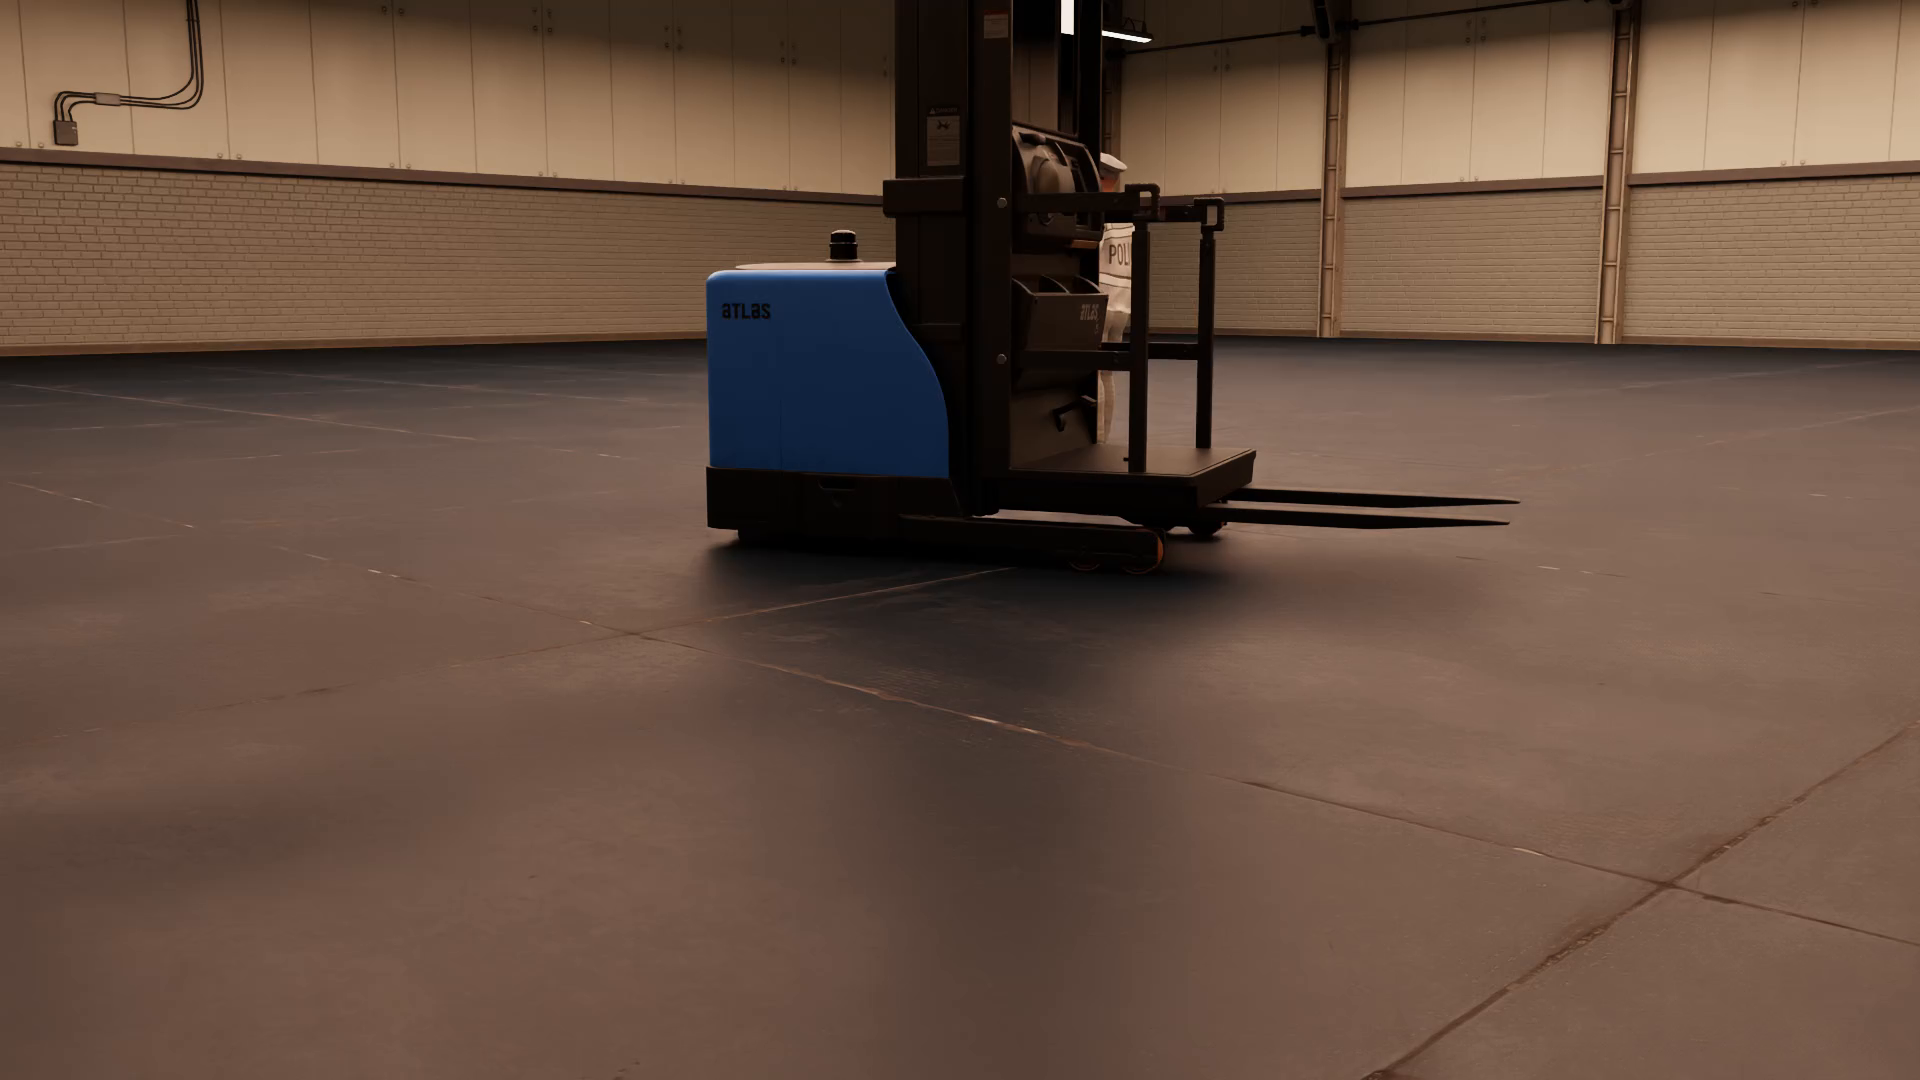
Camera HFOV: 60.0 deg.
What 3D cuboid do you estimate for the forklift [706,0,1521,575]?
[{"bbox_3d":[0.565,-1.416,6.275,3.031,2.935,1.130,3,9,22],"label":"forklift"}]

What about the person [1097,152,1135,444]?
[{"bbox_3d":[0.718,-1.345,9.614,0.573,1.782,0.643,6,10,35],"label":"person"}]
